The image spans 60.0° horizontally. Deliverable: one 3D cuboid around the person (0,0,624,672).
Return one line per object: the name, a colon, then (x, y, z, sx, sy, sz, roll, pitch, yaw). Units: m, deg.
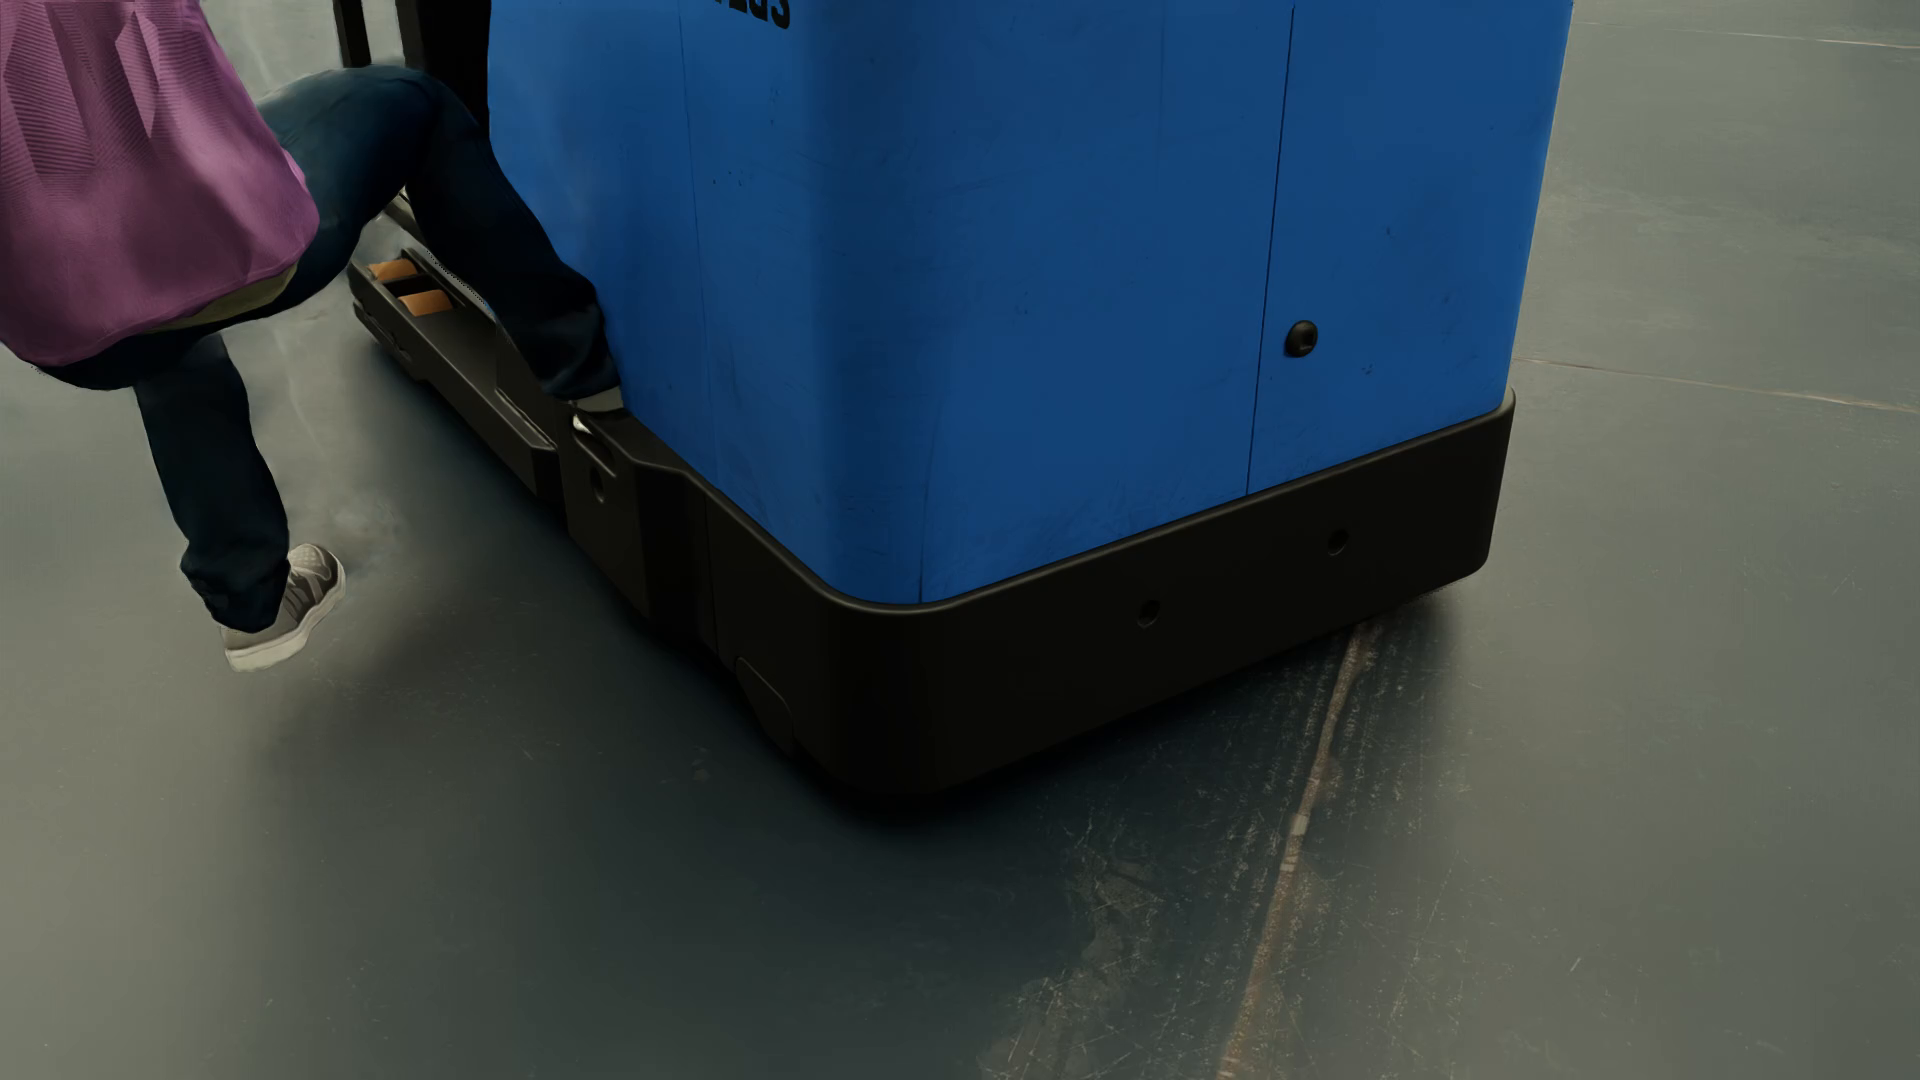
person: (-0.964, -0.444, 1.831, 1.405, 1.280, 0.734, -14, 33, -24)

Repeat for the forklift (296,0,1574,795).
forklift: (-0.490, -1.673, 2.479, 1.130, 2.935, 3.031, -18, 34, -29)
